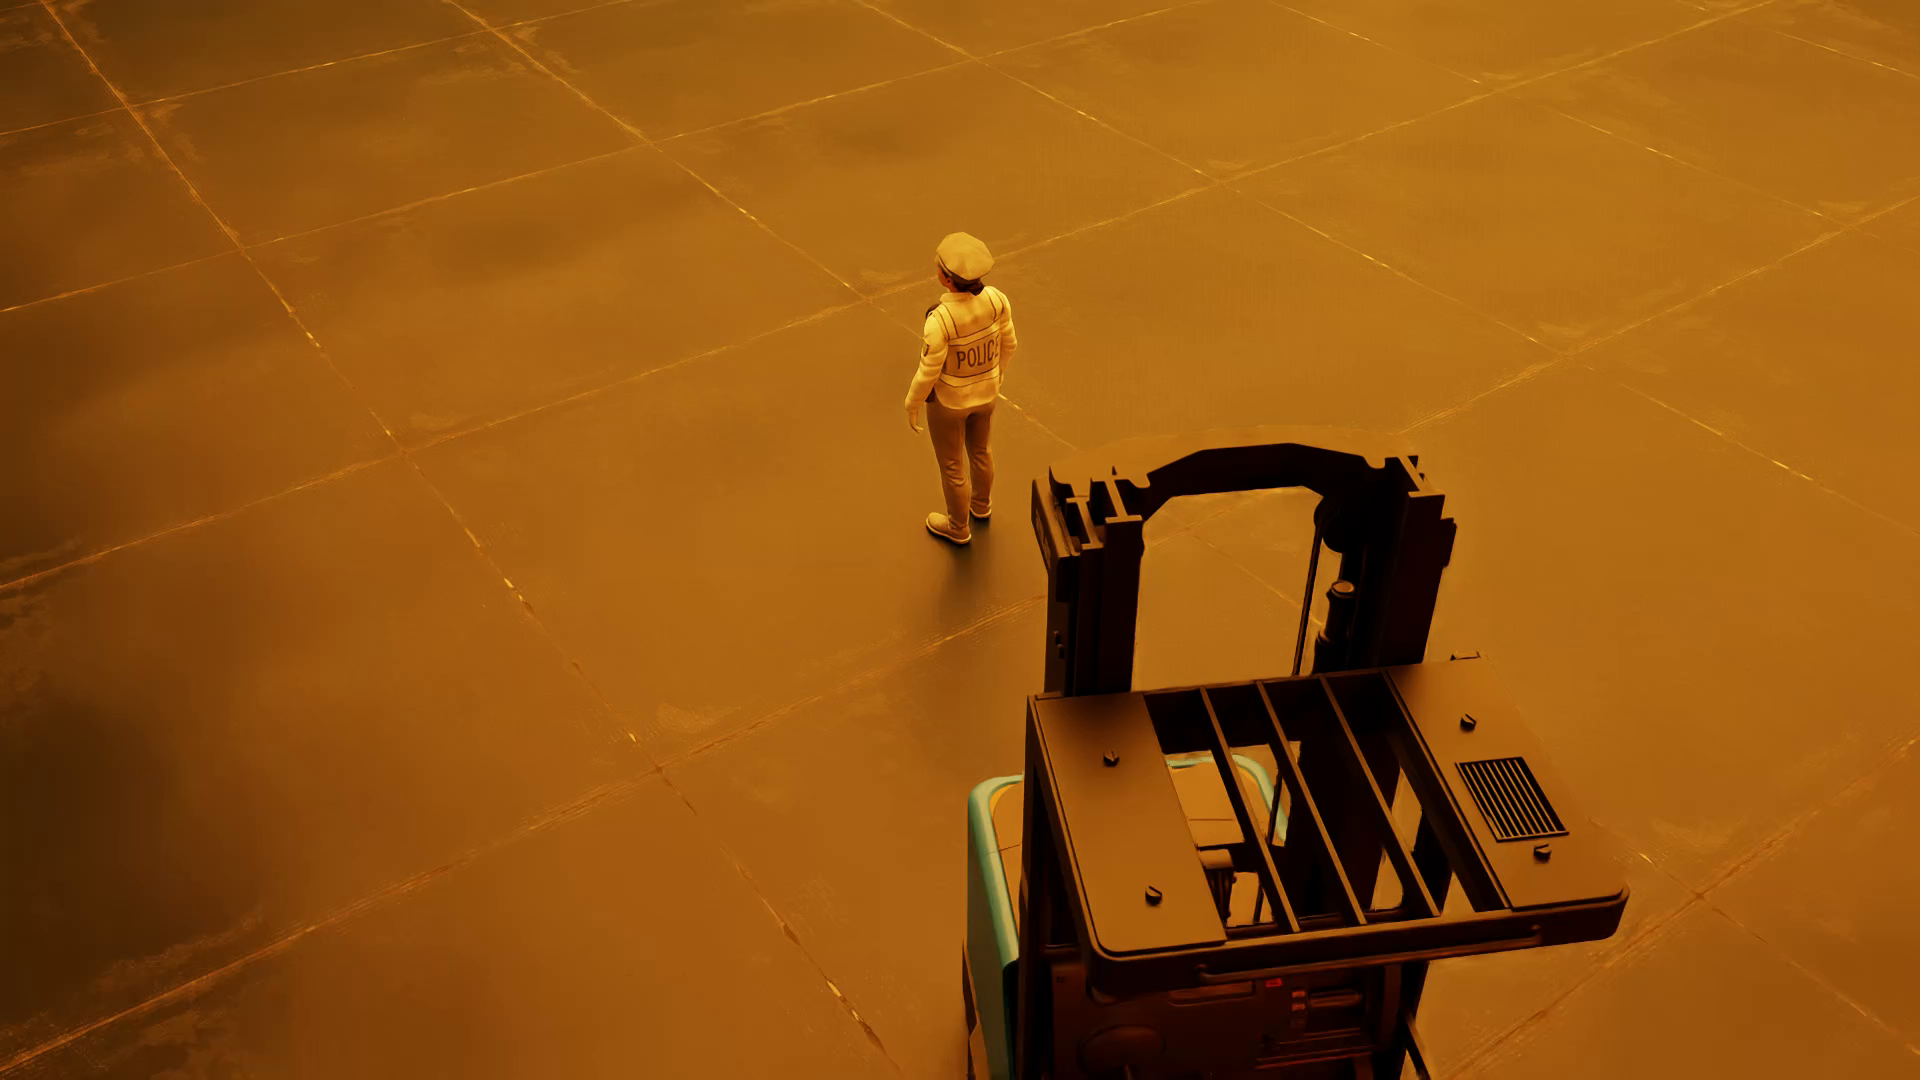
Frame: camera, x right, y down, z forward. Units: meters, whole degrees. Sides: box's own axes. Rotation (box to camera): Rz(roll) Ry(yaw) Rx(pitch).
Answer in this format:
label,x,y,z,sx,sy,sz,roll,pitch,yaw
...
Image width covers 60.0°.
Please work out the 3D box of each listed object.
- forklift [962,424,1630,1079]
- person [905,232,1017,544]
label,x,y,z,sx,sy,sz,roll,pitch,yaw
forklift,0.730,1.308,4.176,1.130,2.935,3.031,-5,37,-7
person,-0.034,-0.723,7.950,0.586,1.694,0.530,-23,42,-28
